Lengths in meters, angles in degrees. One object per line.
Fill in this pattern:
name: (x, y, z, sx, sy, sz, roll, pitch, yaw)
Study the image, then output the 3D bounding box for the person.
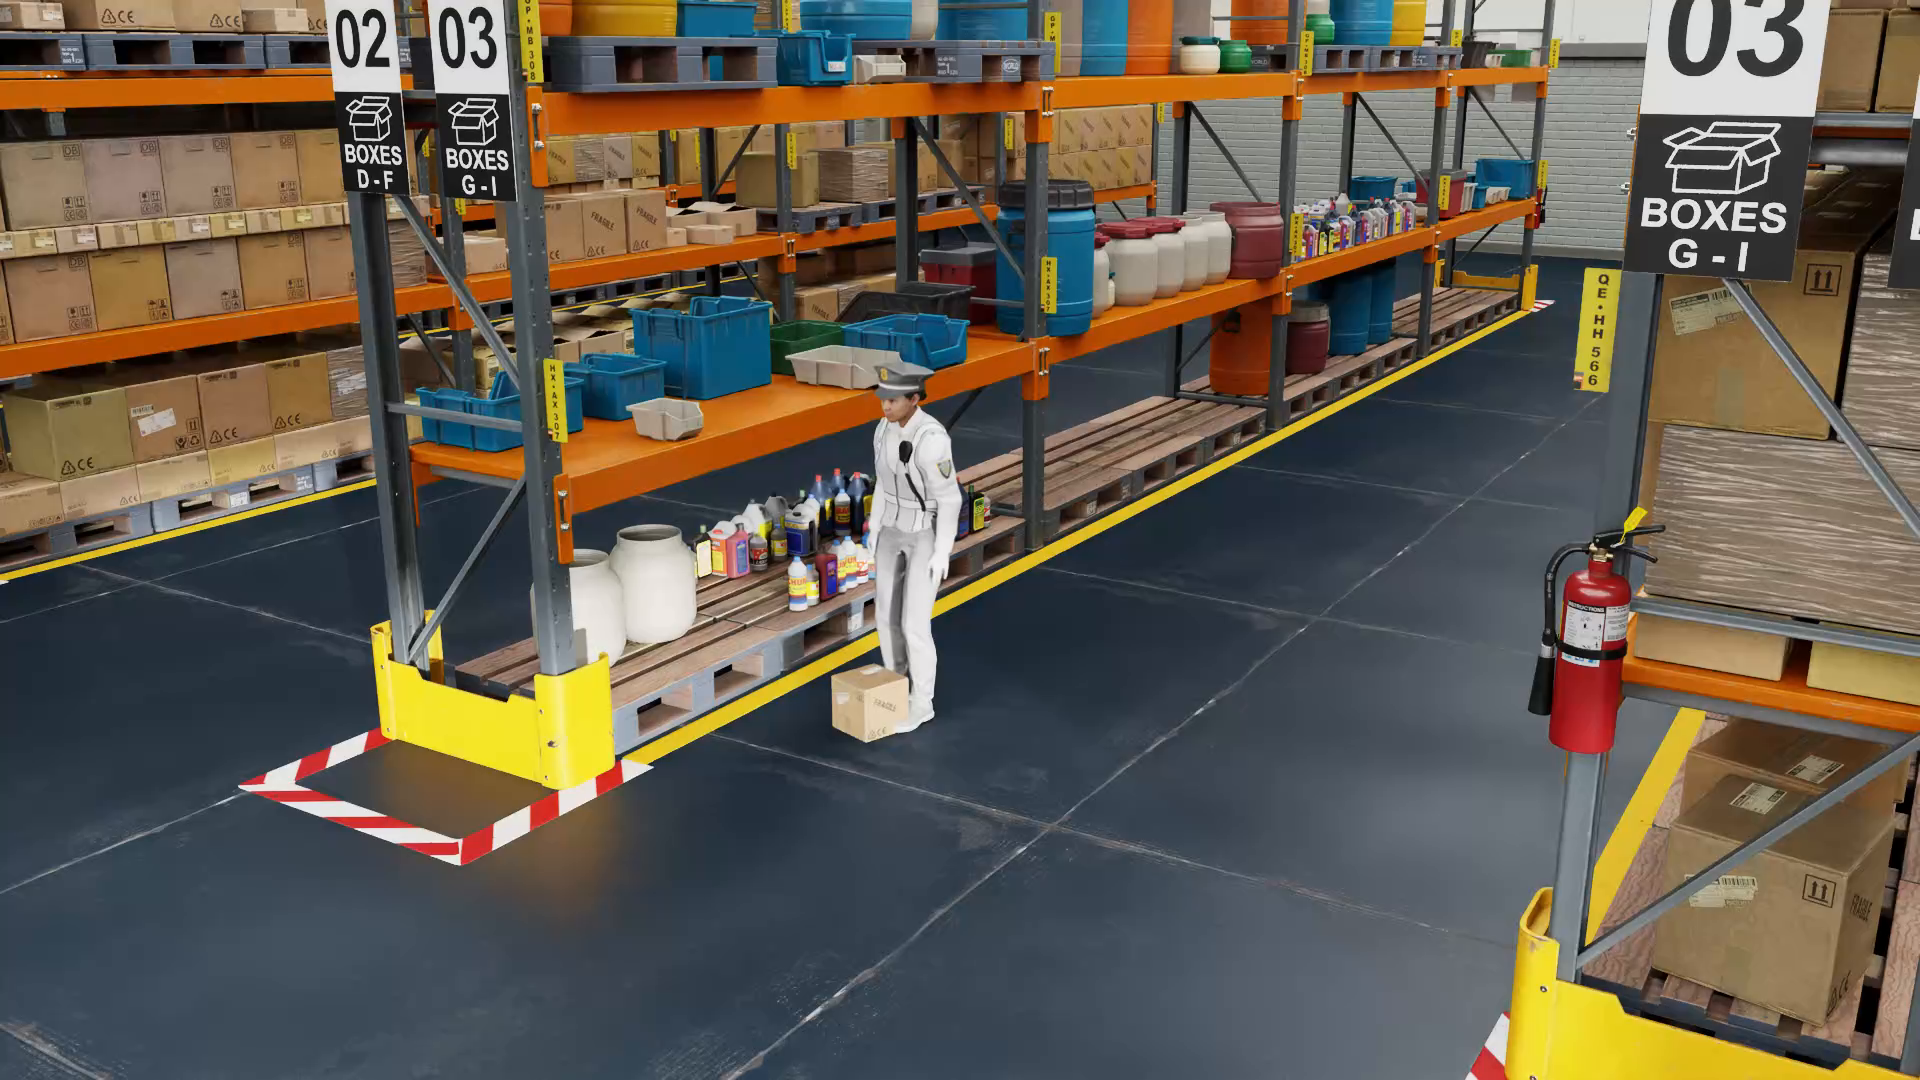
person: (-0.238, 0.017, 7.471, 0.414, 1.662, 0.529, -14, 21, -40)
